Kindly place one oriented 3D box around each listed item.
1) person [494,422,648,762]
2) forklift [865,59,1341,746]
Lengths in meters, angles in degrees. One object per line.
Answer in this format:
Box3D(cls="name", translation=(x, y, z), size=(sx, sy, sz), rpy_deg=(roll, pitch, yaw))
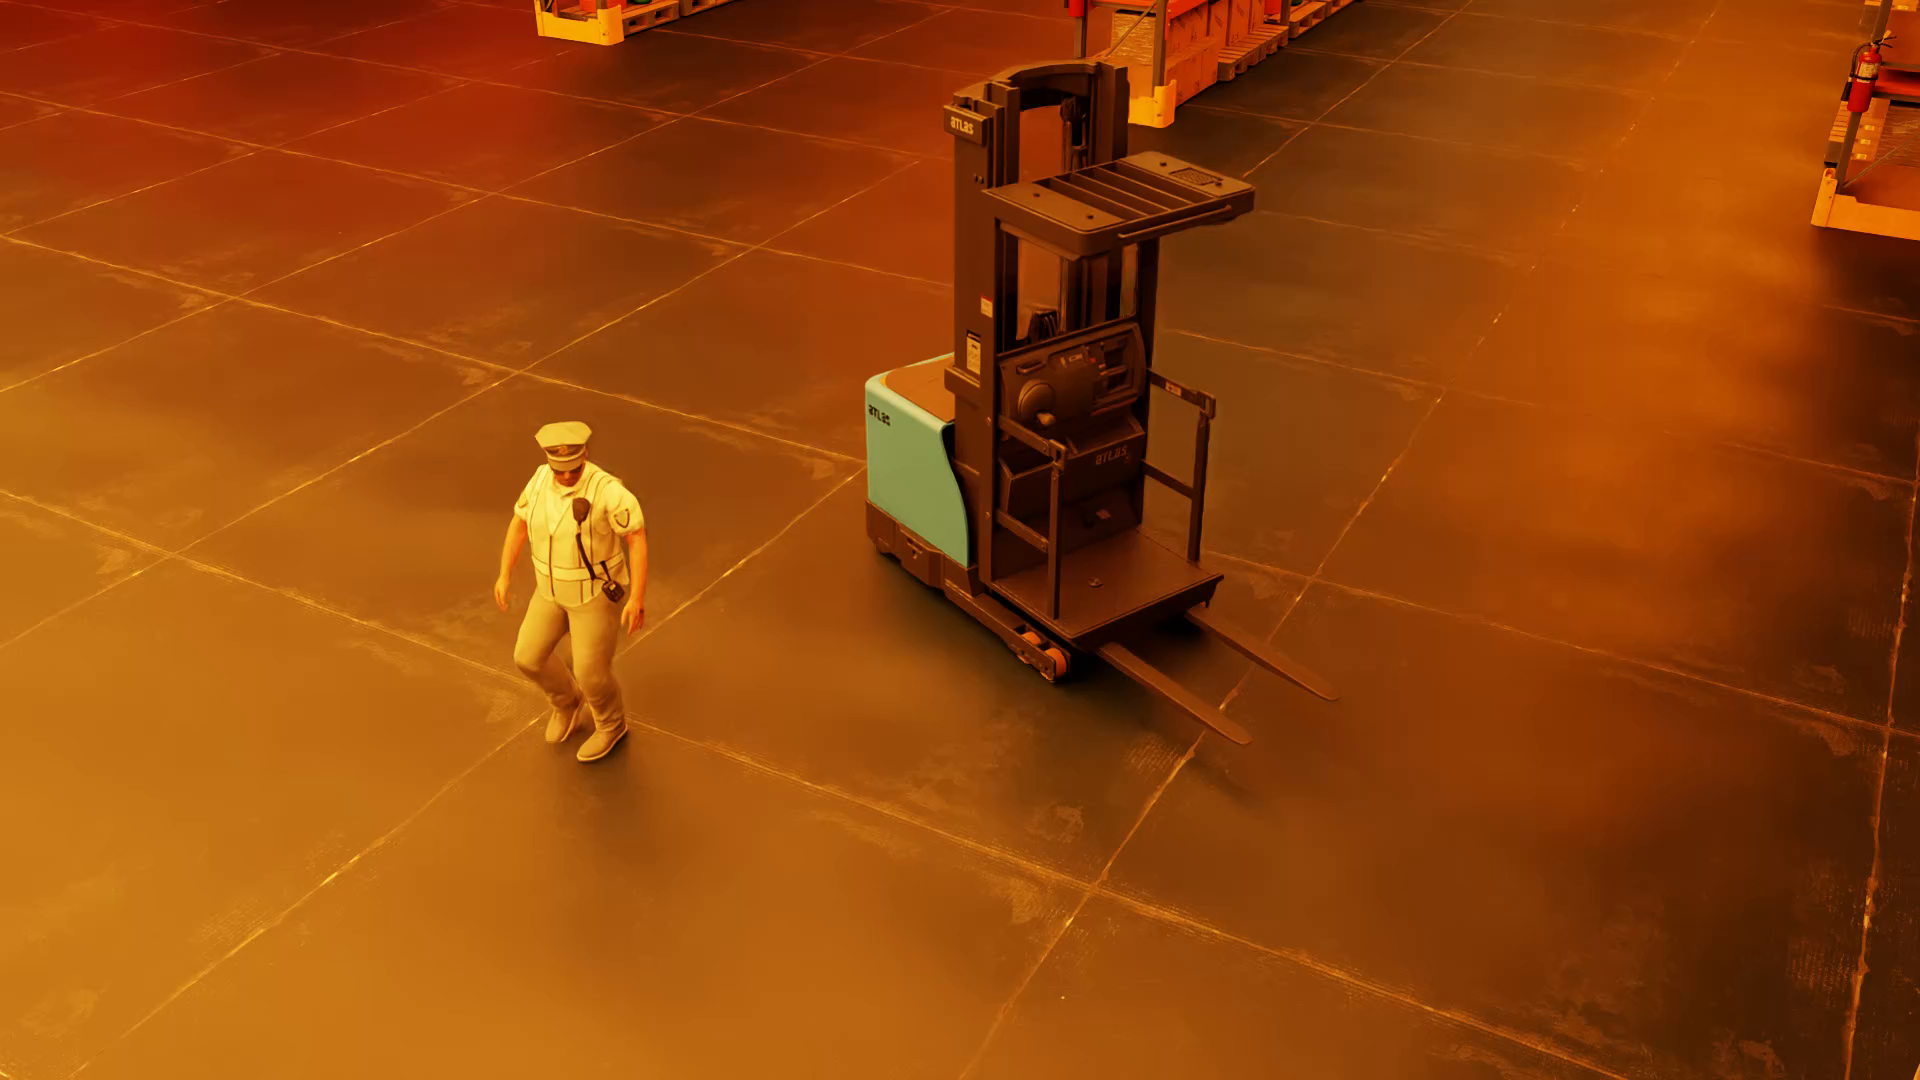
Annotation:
Box3D(cls="person", translation=(-1.780, 0.282, 7.836), size=(0.823, 1.755, 0.491), rpy_deg=(16, 33, 25))
Box3D(cls="forklift", translation=(0.719, -0.812, 8.477), size=(1.130, 2.935, 3.031), rpy_deg=(-20, 36, -31))
